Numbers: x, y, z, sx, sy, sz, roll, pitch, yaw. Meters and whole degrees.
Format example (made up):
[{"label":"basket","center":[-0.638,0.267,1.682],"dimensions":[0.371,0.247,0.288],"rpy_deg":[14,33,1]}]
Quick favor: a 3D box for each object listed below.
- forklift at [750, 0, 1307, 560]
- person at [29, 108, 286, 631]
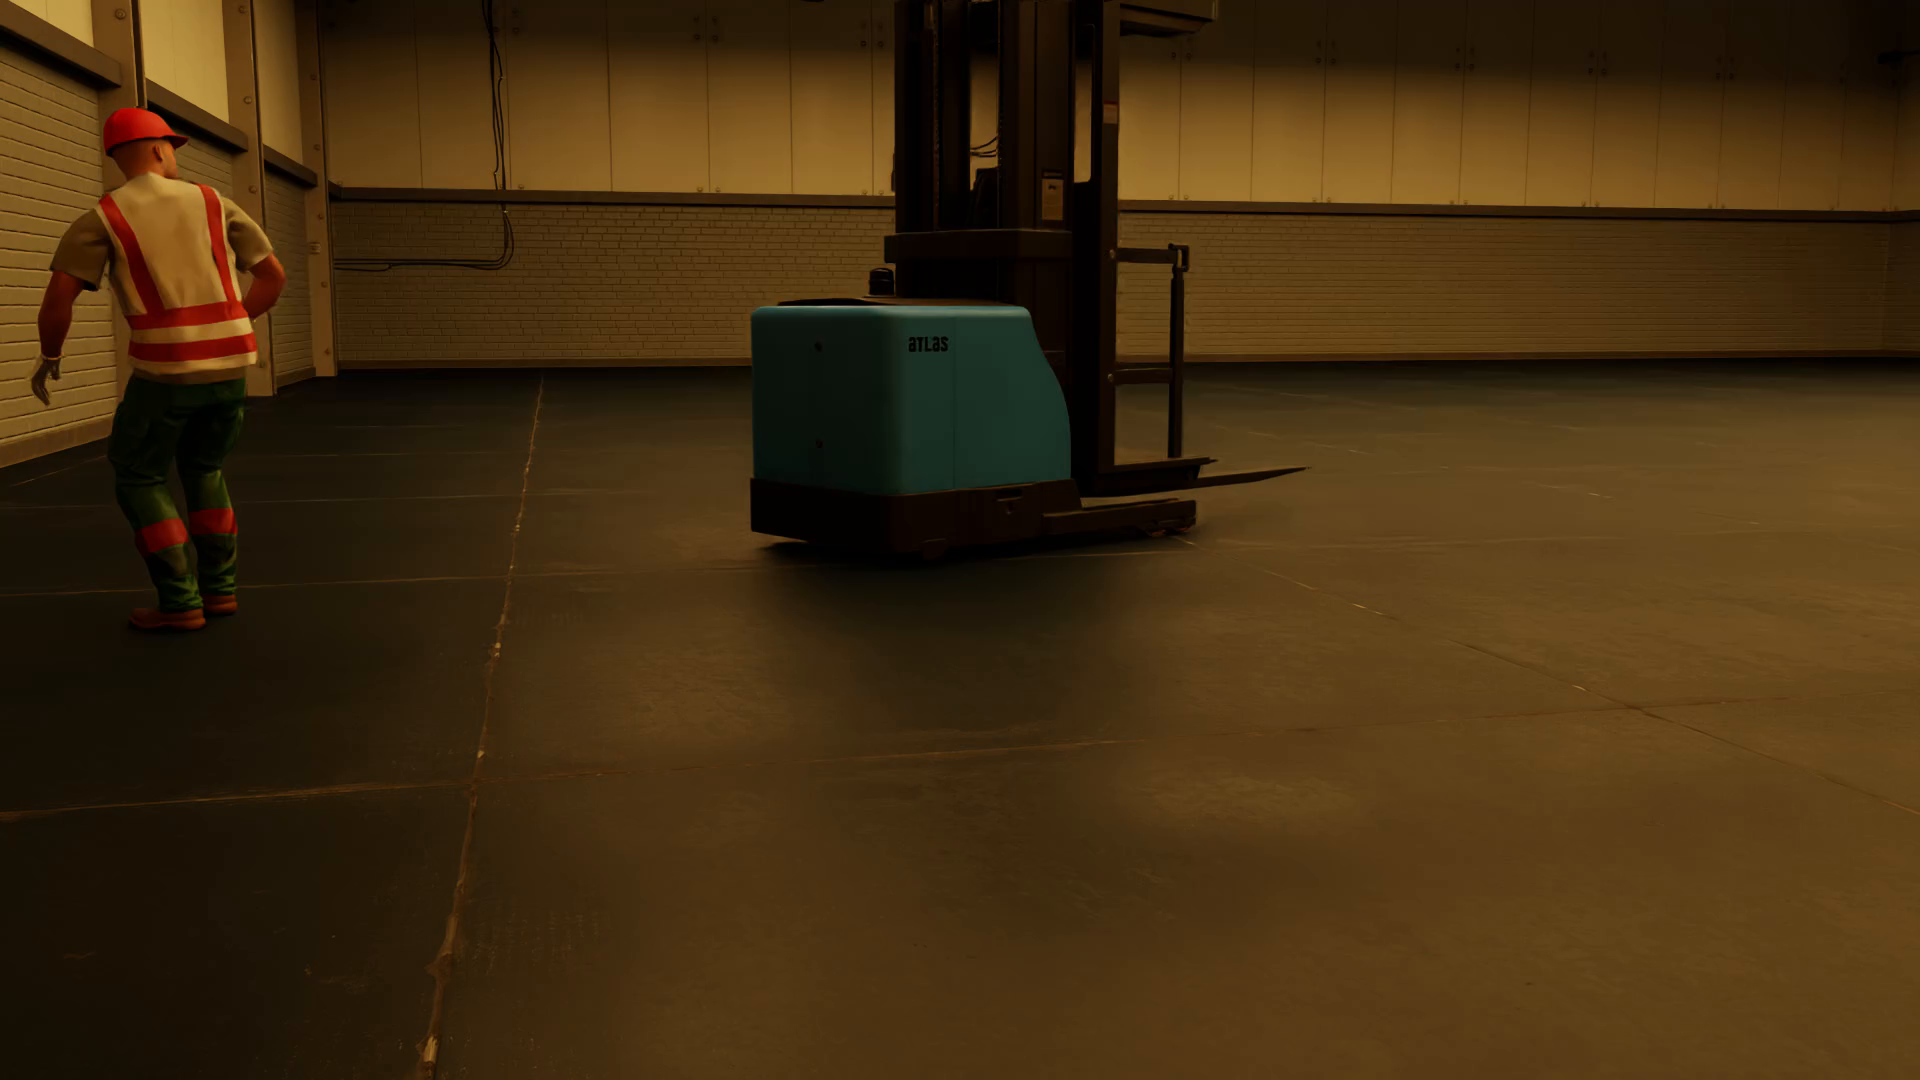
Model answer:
[{"label":"forklift","center":[0.495,-1.512,7.937],"dimensions":[3.031,2.935,1.130],"rpy_deg":[-7,11,-41]},{"label":"person","center":[-2.686,-0.571,5.609],"dimensions":[0.518,1.732,0.755],"rpy_deg":[7,10,39]}]
